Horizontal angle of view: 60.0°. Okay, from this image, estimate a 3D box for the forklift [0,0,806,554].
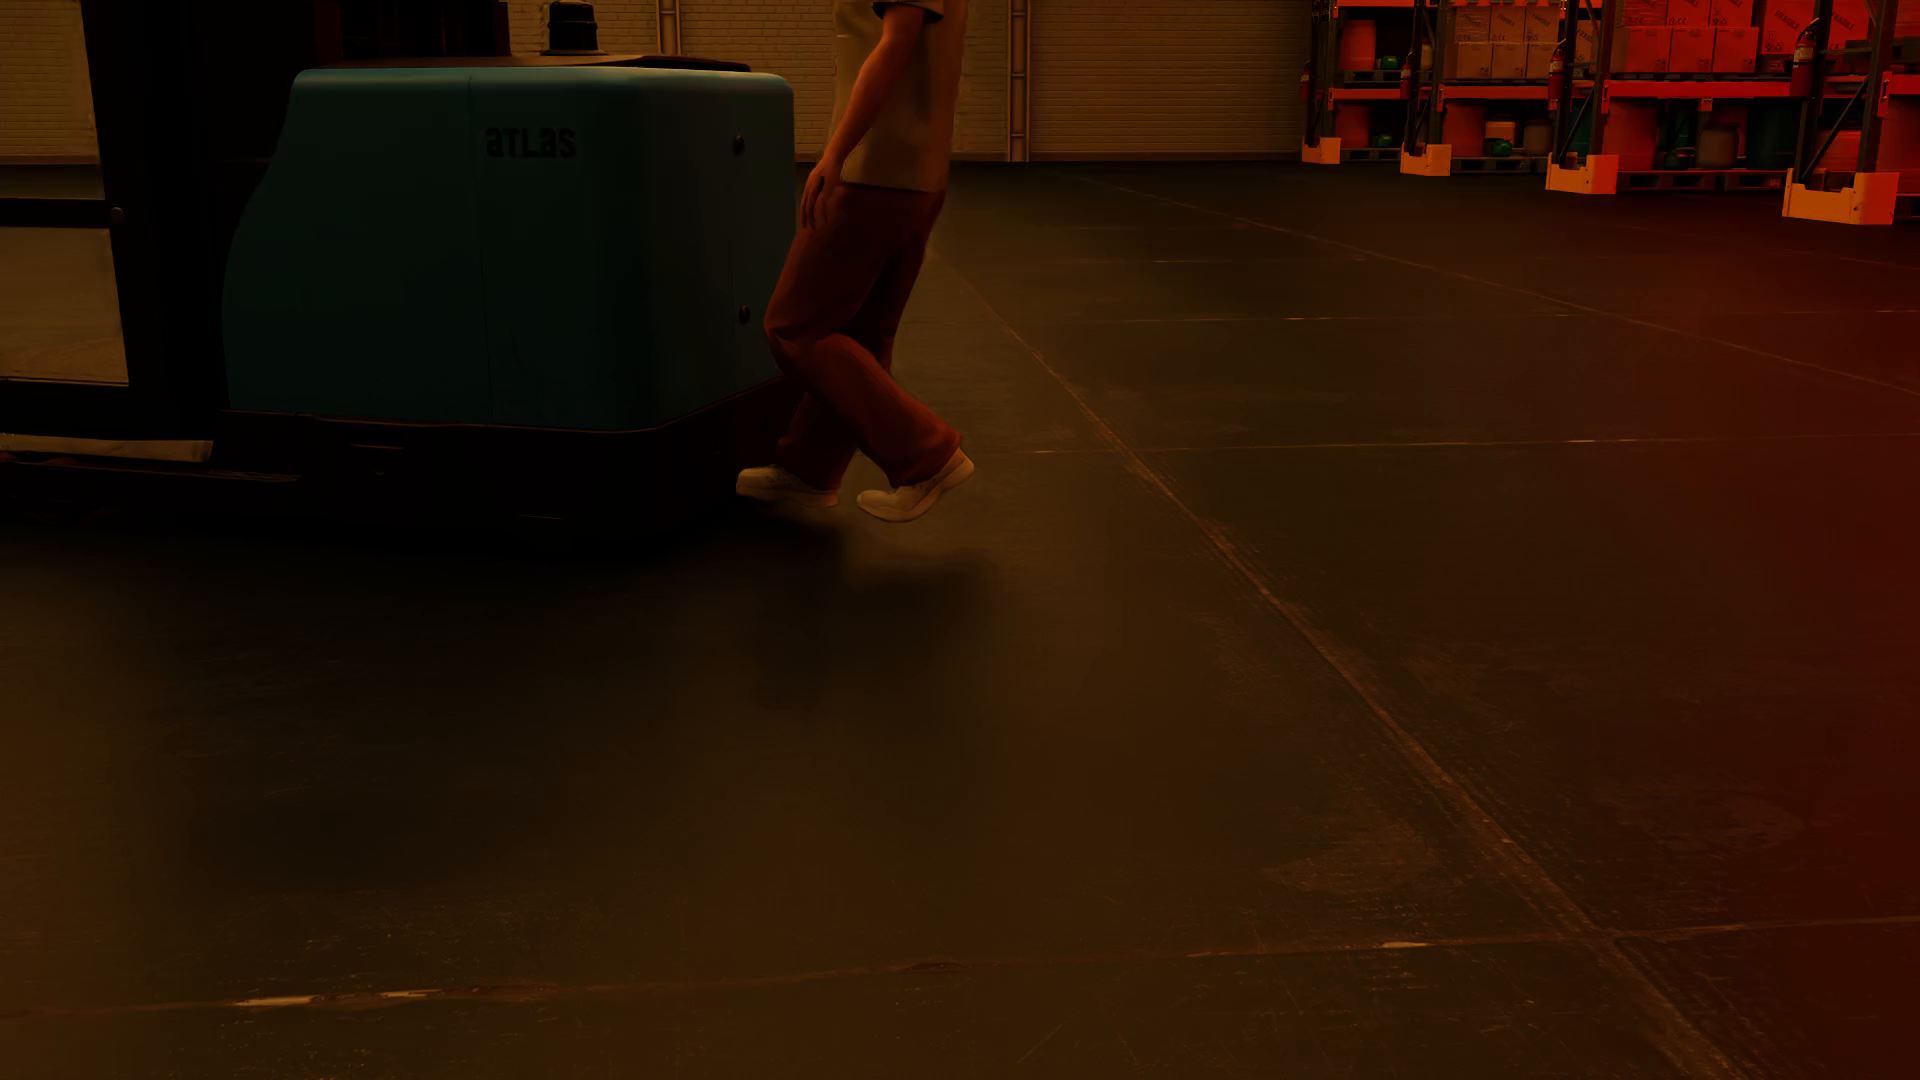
[{"bbox_3d":[-1.991,-1.578,4.173,3.031,2.935,1.130,4,15,16],"label":"forklift"}]

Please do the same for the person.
[{"bbox_3d":[-0.290,-0.791,3.633,0.704,1.610,0.634,2,15,9],"label":"person"}]
